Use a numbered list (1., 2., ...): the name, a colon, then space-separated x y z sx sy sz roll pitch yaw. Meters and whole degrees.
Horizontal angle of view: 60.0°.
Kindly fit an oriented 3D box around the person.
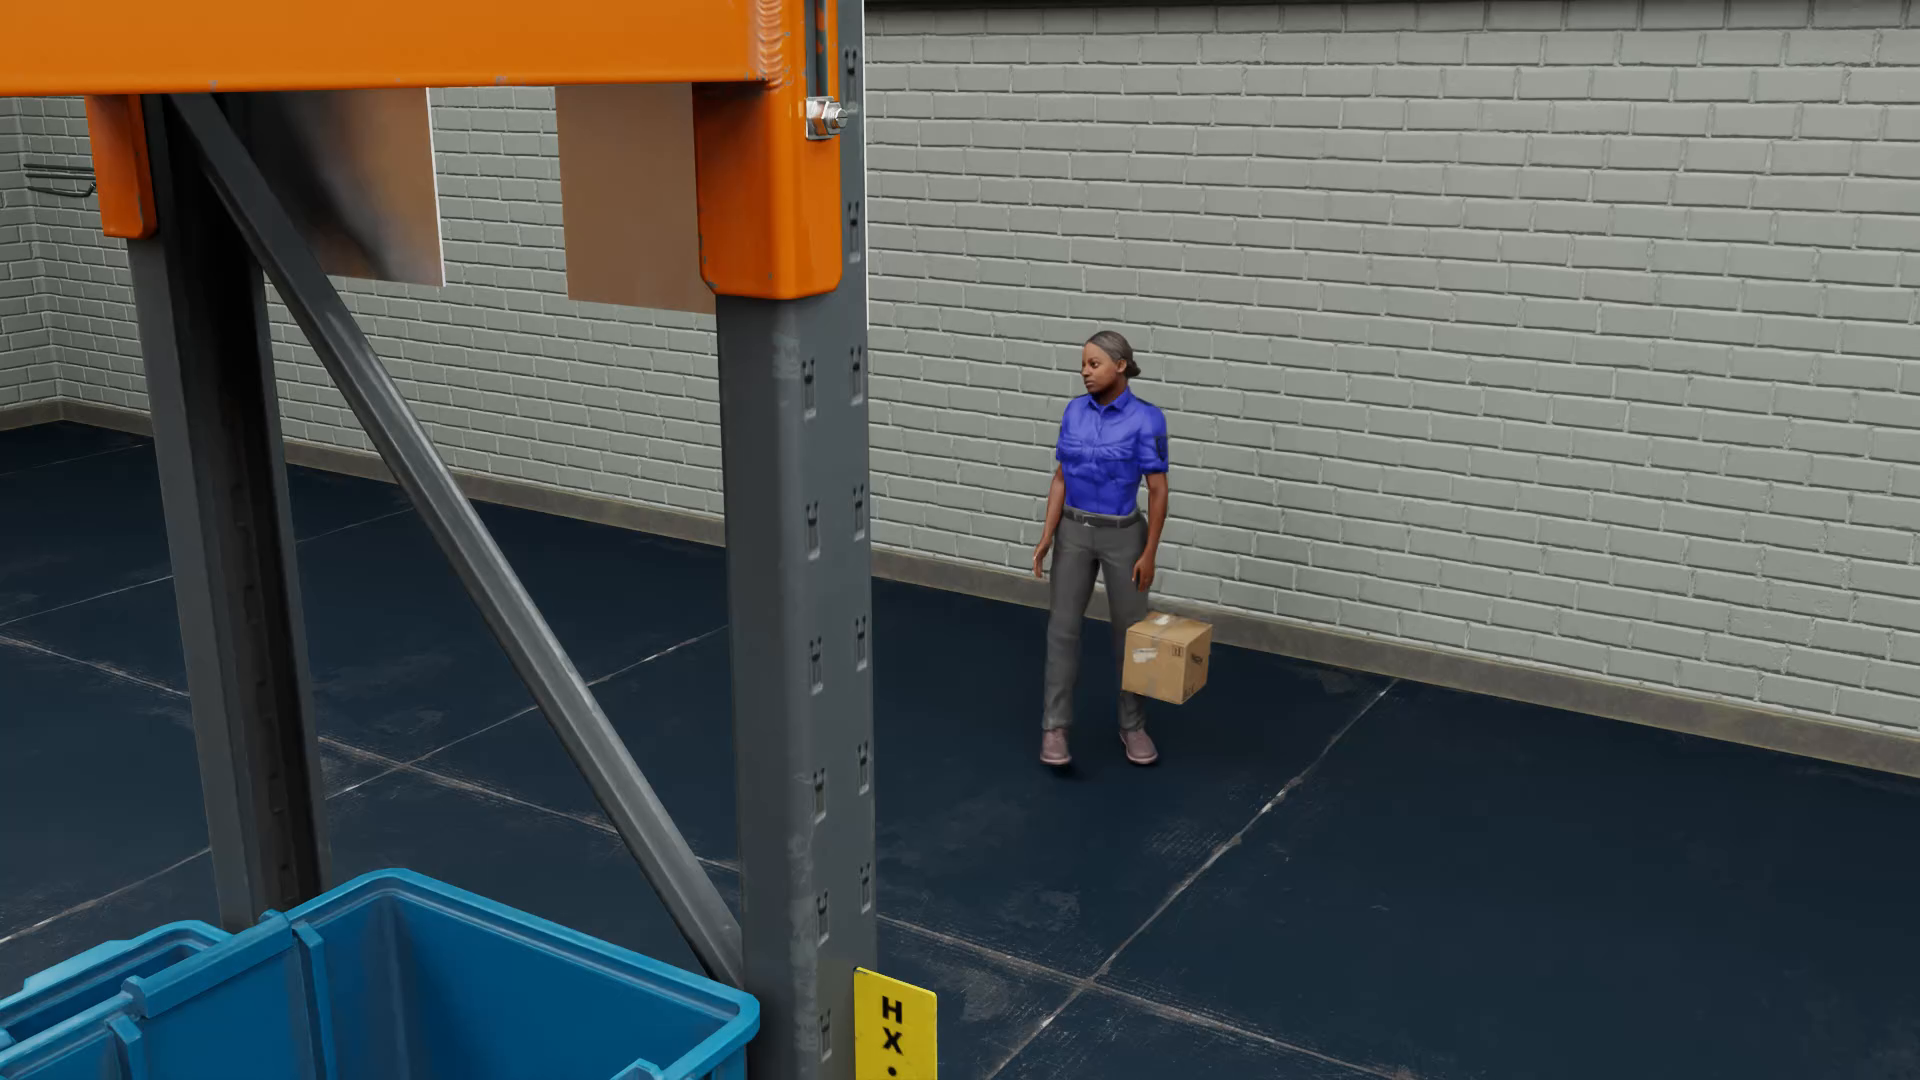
1. person: 0.472 0.027 6.372 0.560 1.650 0.562 -10 19 -30
